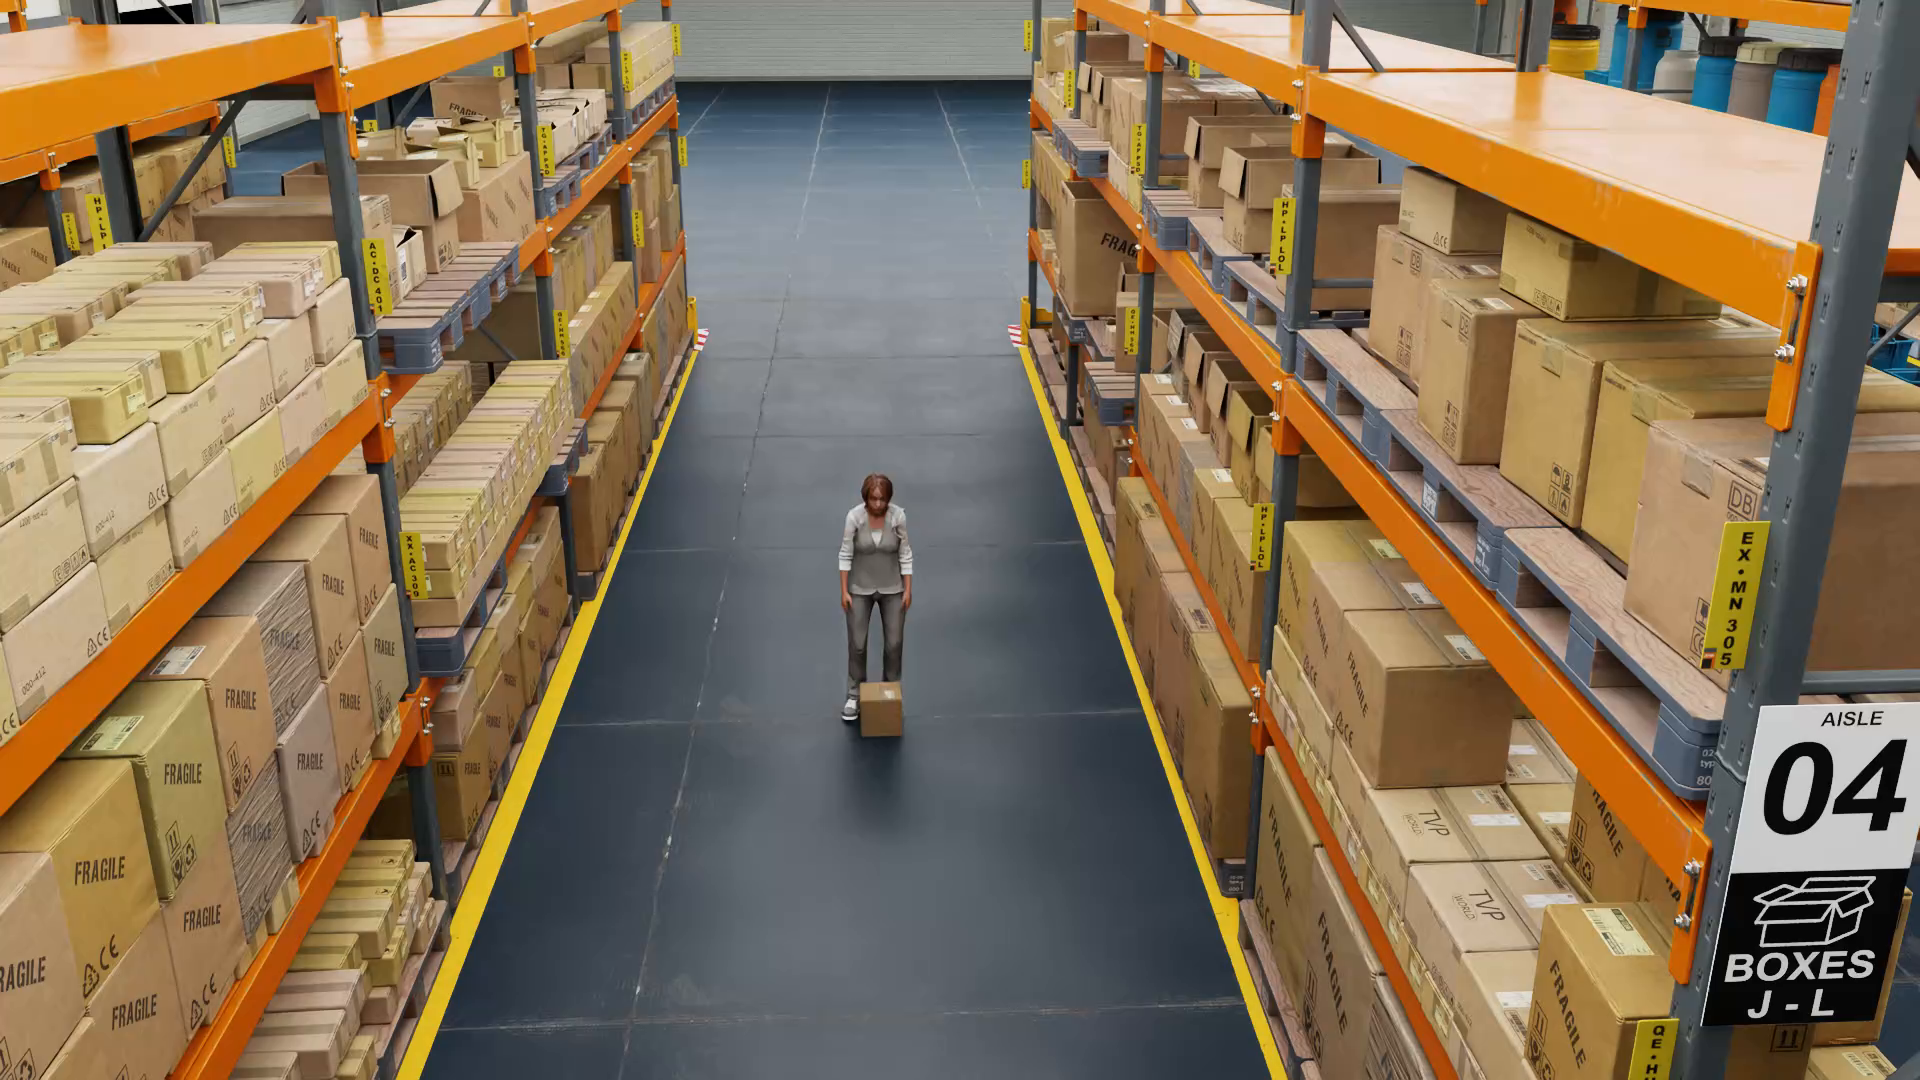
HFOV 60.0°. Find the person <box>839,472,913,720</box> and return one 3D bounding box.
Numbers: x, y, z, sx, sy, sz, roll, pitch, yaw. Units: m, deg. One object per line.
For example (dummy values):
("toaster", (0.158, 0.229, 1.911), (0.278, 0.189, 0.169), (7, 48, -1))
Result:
("person", (-0.515, 0.331, 10.219), (0.462, 1.593, 0.344), (-2, 21, -5))
